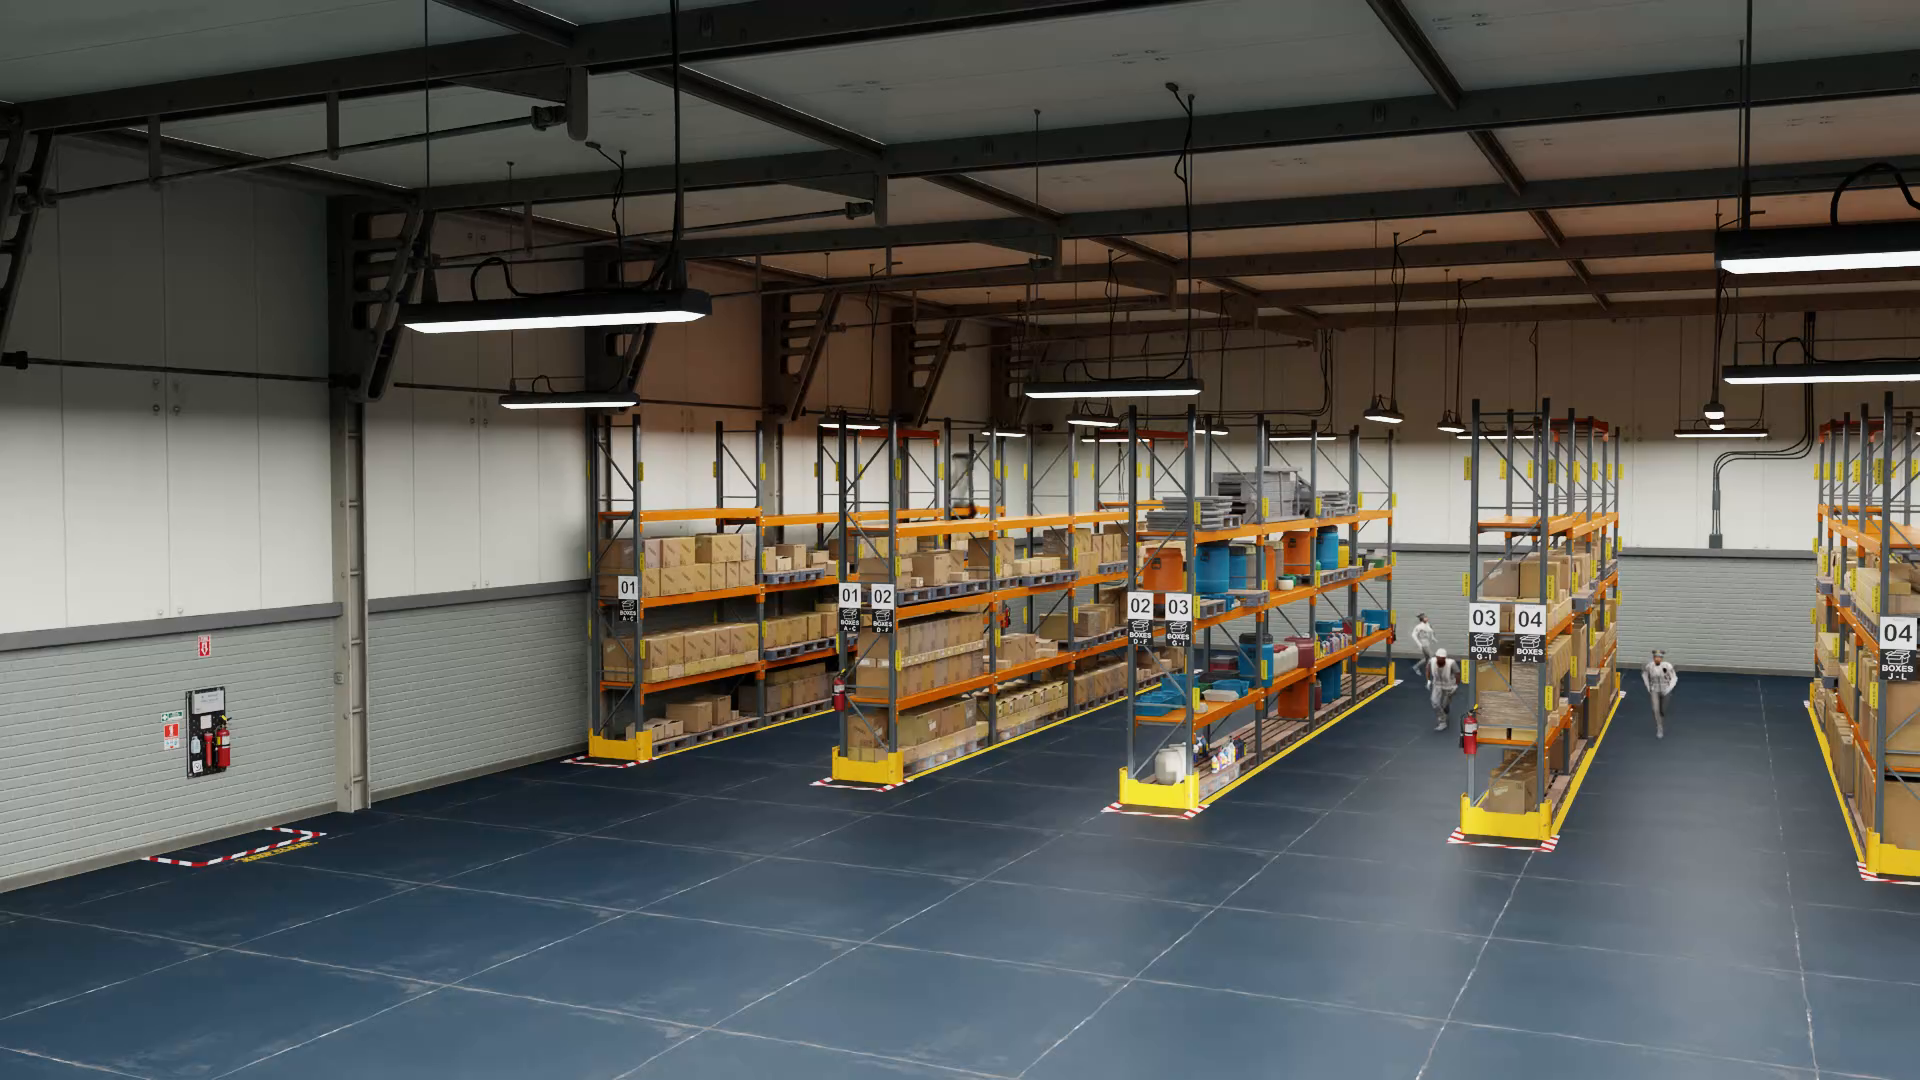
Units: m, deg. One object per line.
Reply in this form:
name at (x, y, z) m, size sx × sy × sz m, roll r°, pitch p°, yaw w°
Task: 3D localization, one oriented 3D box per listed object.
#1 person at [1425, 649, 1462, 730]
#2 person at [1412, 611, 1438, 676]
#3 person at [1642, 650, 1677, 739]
person at (9.432, 2.883, 32.402) m, size 0.687 × 1.612 × 1.079 m, roll 1°, pitch 3°, yaw 25°
person at (11.149, 2.529, 39.790) m, size 0.894 × 1.652 × 0.673 m, roll 2°, pitch 3°, yaw 43°
person at (13.294, 2.900, 31.611) m, size 0.620 × 1.678 × 0.932 m, roll 1°, pitch 3°, yaw 23°
